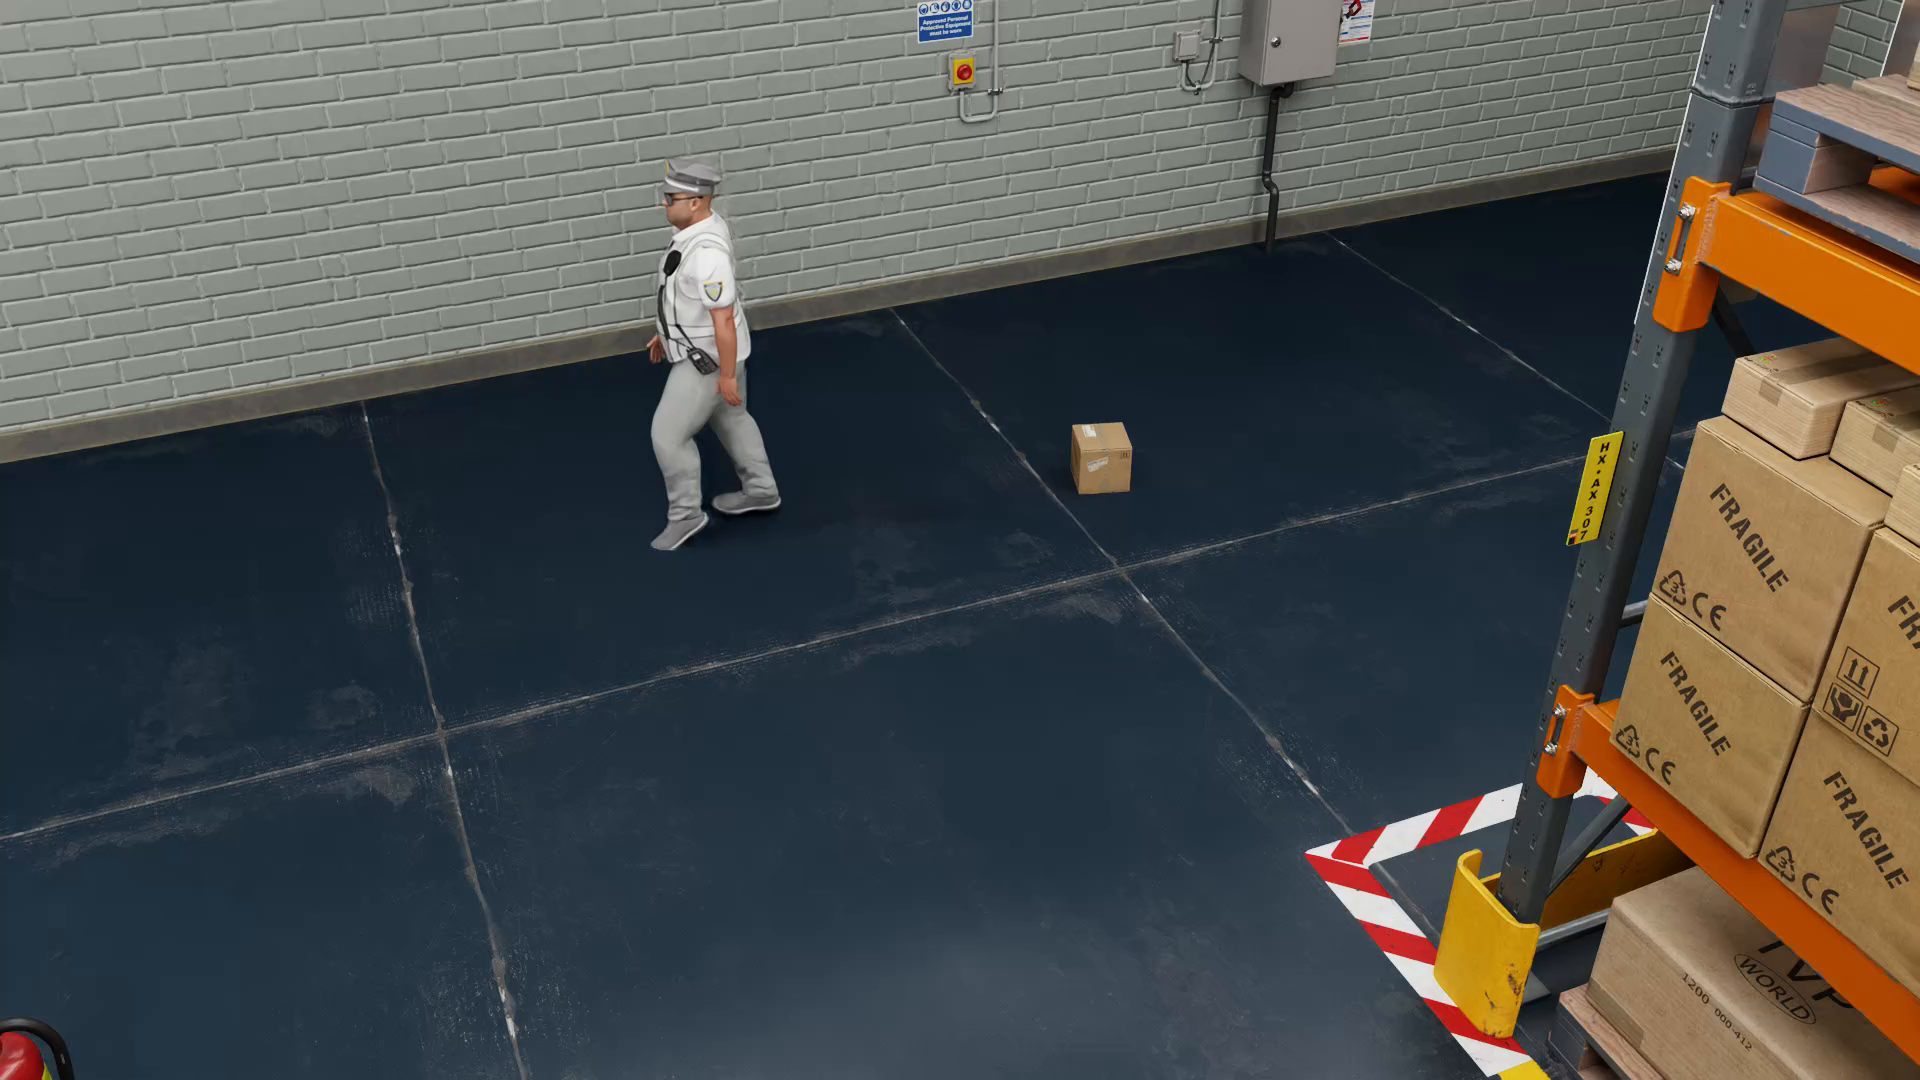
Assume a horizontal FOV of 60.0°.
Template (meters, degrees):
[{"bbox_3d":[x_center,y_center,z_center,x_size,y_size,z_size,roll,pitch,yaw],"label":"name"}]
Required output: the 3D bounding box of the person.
[{"bbox_3d":[-1.155,-0.806,7.383,0.628,1.841,0.548,-4,33,-6],"label":"person"}]
